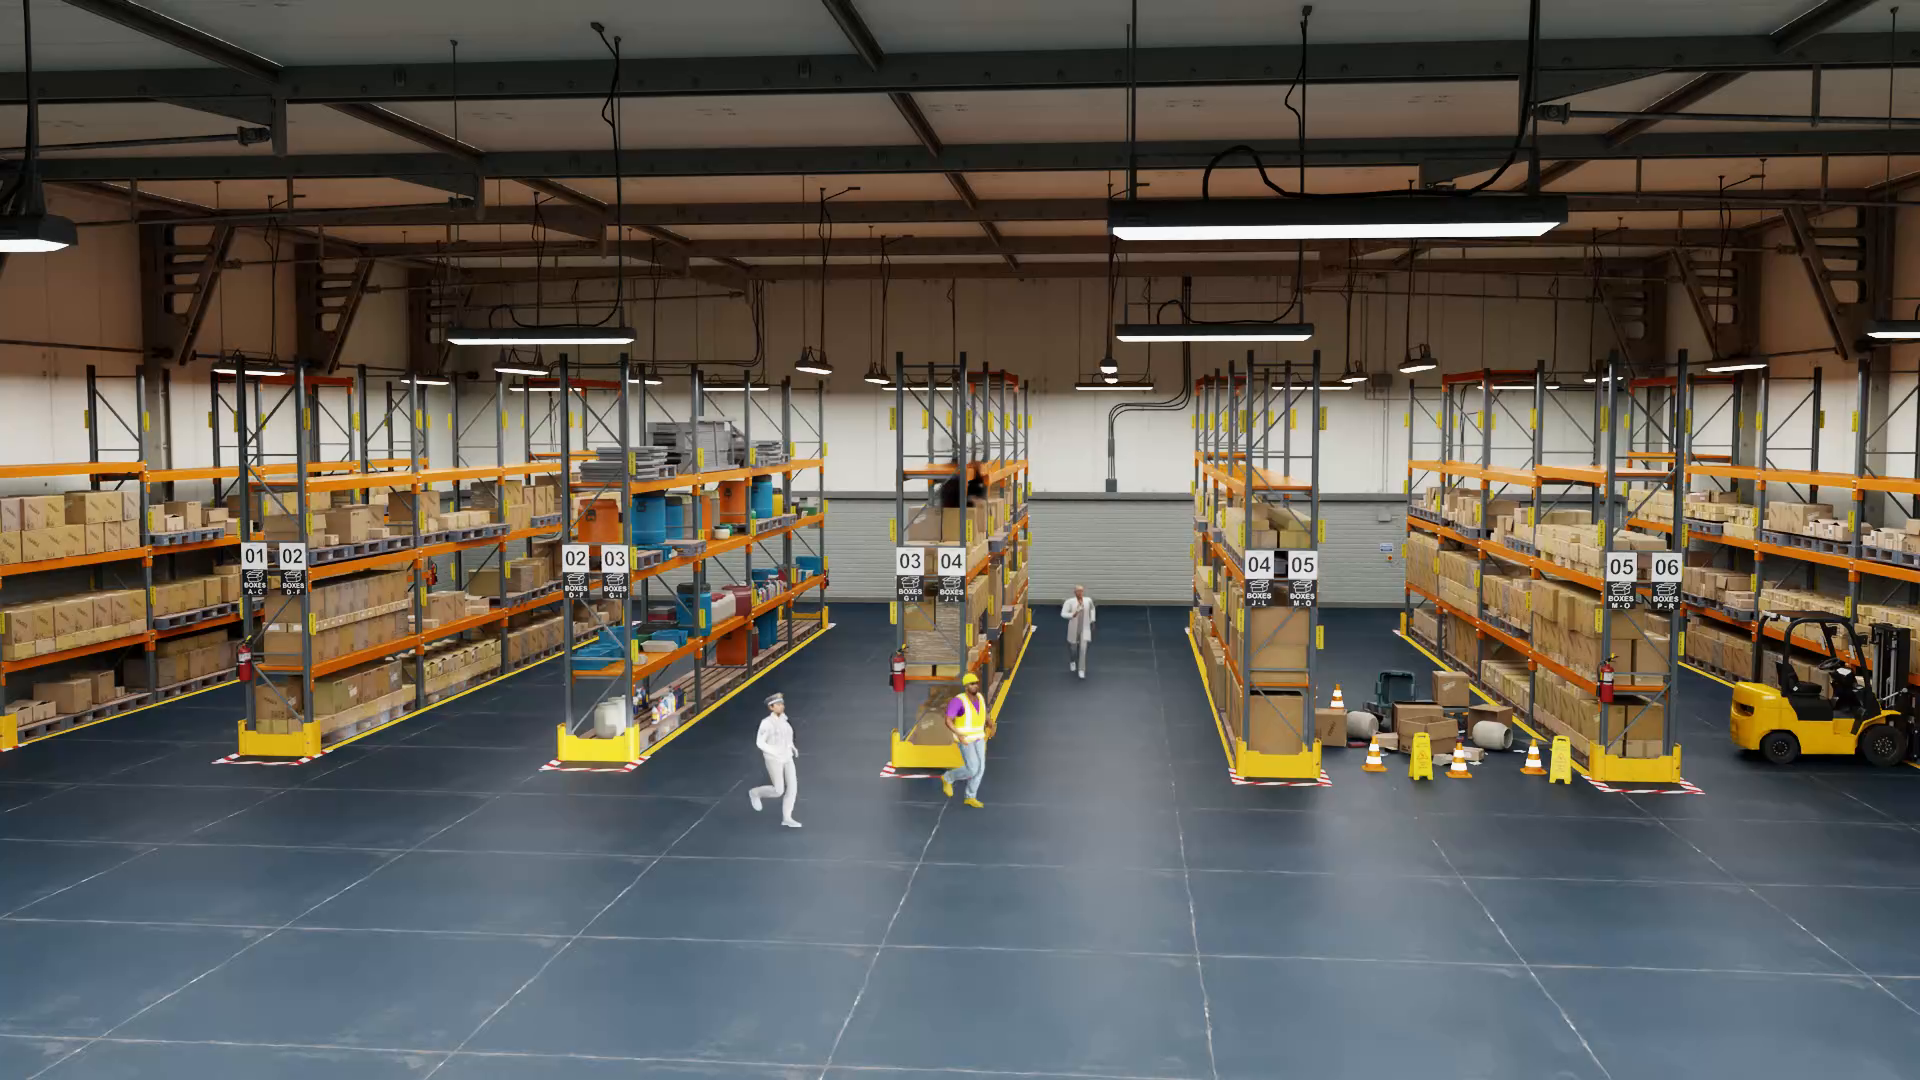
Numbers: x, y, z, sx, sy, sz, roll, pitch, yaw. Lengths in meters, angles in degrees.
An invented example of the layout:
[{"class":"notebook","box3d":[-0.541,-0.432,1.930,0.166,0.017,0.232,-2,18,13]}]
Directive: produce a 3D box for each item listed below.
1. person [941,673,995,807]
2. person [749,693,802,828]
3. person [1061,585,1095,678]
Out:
[{"class":"person","box3d":[0.112,2.600,21.772,0.694,1.738,0.636,-4,6,-44]},{"class":"person","box3d":[-2.258,2.714,20.664,0.773,1.657,0.633,3,5,36]},{"class":"person","box3d":[2.322,1.764,32.614,0.703,1.764,1.060,0,4,-3]}]
